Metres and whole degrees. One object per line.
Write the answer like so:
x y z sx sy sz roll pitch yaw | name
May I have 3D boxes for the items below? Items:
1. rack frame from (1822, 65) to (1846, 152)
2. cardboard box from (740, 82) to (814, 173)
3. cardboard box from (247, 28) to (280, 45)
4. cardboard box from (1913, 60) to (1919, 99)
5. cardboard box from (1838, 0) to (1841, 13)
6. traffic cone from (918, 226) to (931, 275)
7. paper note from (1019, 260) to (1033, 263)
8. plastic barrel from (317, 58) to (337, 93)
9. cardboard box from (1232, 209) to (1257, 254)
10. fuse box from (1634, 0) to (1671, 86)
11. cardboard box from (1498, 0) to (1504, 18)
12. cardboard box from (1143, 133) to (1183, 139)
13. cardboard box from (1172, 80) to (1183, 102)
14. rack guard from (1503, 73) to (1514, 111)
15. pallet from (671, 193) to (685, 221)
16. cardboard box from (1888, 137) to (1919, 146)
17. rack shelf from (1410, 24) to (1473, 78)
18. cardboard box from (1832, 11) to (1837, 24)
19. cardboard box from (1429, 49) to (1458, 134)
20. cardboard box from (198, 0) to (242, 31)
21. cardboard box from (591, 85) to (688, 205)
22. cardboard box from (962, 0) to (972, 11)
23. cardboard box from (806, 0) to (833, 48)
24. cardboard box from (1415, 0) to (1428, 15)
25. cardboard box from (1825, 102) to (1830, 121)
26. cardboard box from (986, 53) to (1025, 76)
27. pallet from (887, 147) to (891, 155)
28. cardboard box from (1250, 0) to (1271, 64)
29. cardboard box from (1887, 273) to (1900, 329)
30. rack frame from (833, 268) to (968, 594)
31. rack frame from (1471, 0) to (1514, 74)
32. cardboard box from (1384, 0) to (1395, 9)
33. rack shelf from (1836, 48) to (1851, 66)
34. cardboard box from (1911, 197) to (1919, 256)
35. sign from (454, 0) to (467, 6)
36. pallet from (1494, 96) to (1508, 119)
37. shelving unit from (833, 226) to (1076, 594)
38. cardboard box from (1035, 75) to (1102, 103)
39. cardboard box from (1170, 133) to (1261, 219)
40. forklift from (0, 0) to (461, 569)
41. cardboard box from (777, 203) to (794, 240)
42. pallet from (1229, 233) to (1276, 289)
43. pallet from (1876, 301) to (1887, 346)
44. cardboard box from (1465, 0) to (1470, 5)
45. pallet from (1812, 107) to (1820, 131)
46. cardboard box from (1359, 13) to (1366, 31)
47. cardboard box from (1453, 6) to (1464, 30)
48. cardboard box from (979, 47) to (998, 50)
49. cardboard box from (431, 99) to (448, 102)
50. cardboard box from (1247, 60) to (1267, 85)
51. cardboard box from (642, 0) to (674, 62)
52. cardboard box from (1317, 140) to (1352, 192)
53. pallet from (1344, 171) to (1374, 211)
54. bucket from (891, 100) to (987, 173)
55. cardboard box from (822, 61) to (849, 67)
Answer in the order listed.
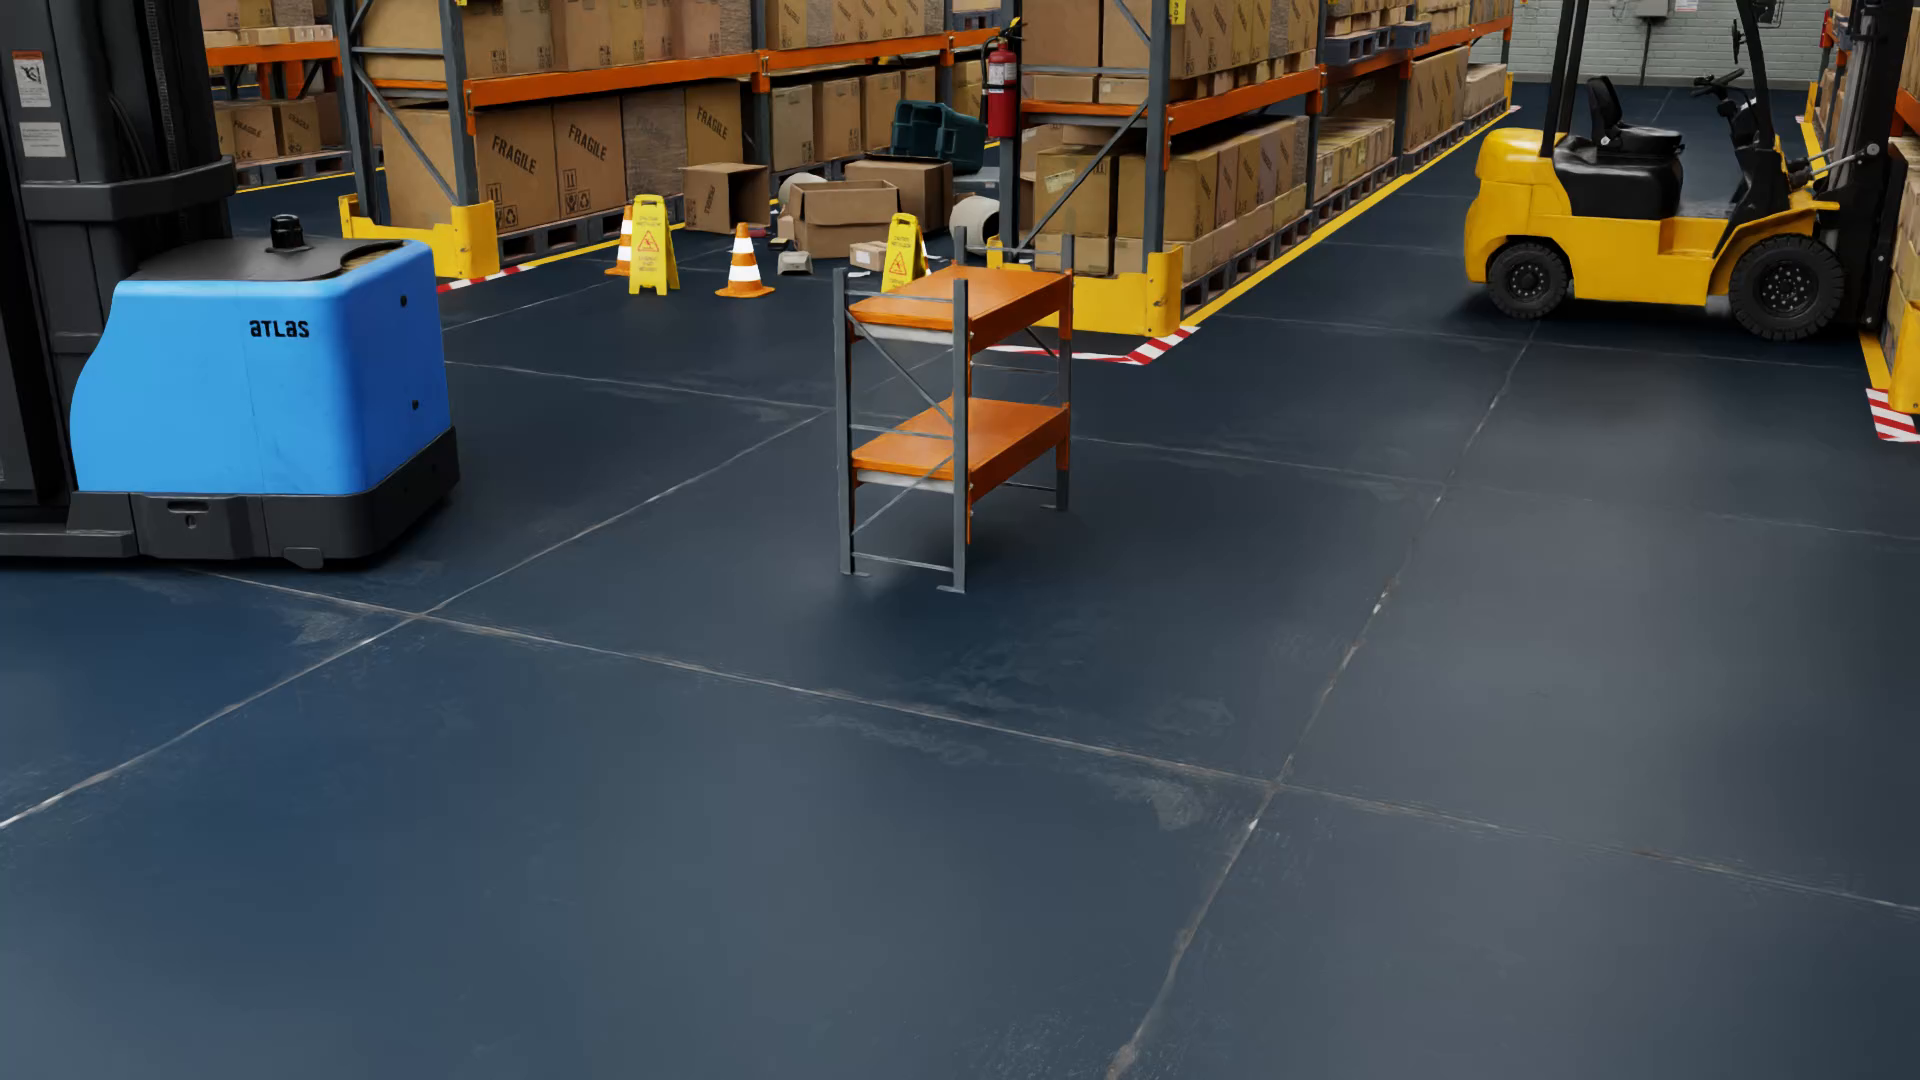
10.160 -5.701 18.023 1.000 3.000 0.127 9 21 23 | rack frame
-2.031 -3.924 15.756 1.050 0.750 0.750 8 21 22 | cardboard box
-6.776 -4.836 15.965 0.380 0.149 0.250 9 21 23 | cardboard box
6.060 -2.886 9.959 0.500 0.500 0.500 8 21 22 | cardboard box
10.554 -6.266 19.390 0.500 0.250 0.500 8 21 22 | cardboard box
-0.285 -1.826 10.912 0.336 0.463 0.334 9 21 23 | traffic cone
0.463 -2.054 12.197 0.142 0.019 0.148 1 20 4 | paper note
-8.920 -6.756 23.963 0.600 0.588 0.708 9 21 23 | plastic barrel
1.727 -2.147 11.507 0.500 0.250 0.500 10 22 26 | cardboard box
11.413 -8.391 27.509 0.539 1.711 0.414 9 21 23 | fuse box
6.891 -7.157 21.968 0.500 0.500 0.500 9 22 24 | cardboard box
1.230 -2.562 11.555 0.500 0.500 0.500 8 21 21 | cardboard box
1.134 -2.749 10.097 0.380 0.149 0.250 9 21 24 | cardboard box
7.278 -6.433 23.813 1.175 0.500 0.348 9 21 23 | rack guard
-2.586 -3.048 14.725 1.003 0.211 1.213 9 21 23 | pallet
6.400 -2.524 11.074 0.500 0.250 0.500 8 21 22 | cardboard box
4.811 -5.431 18.336 1.077 0.370 4.000 9 21 23 | rack shelf
10.840 -6.356 20.238 0.380 0.149 0.250 8 21 21 | cardboard box
5.086 -5.100 18.877 0.875 0.875 0.875 9 22 24 | cardboard box
-7.277 -5.039 15.567 0.875 0.500 0.500 9 21 23 | cardboard box
-2.890 -3.322 13.877 0.875 0.875 0.875 9 21 23 | cardboard box
-0.088 -6.077 18.829 0.380 0.149 0.250 10 22 25 | cardboard box
-1.536 -4.909 15.647 0.500 0.500 0.500 9 21 23 | cardboard box
4.425 -5.444 16.778 0.500 0.250 0.500 8 21 22 | cardboard box
10.266 -4.931 19.310 0.396 0.266 0.258 9 22 25 | cardboard box
0.572 -5.822 20.346 0.500 0.250 0.500 8 21 20 | cardboard box
-0.957 -4.262 18.138 1.003 0.211 1.213 9 21 23 | pallet
1.781 -3.478 11.179 0.500 0.500 0.500 8 21 22 | cardboard box
5.363 -1.273 9.048 0.500 0.250 0.500 9 21 23 | cardboard box
-0.205 -0.377 5.849 0.500 1.125 0.032 9 21 23 | rack frame
7.268 -7.604 23.373 1.000 3.000 0.127 9 21 23 | rack frame
3.652 -5.052 14.979 0.500 0.500 0.500 7 21 19 | cardboard box
9.341 -4.751 16.424 1.077 0.370 4.000 9 21 23 | rack shelf
5.150 -1.590 8.447 0.500 0.250 0.500 9 22 25 | cardboard box
-3.337 -3.728 11.065 0.100 0.325 0.005 9 21 23 | sign
7.012 -6.035 23.123 1.003 0.211 1.213 9 21 23 | pallet
0.003 -0.532 6.286 0.538 1.125 1.048 9 21 23 | shelving unit
0.674 -2.738 10.066 0.380 0.149 0.250 9 22 25 | cardboard box
1.731 -2.497 11.371 0.500 0.500 0.500 9 21 24 | cardboard box
-3.625 -1.445 6.158 3.031 2.935 1.130 1 20 3 | forklift
-1.227 -2.517 13.151 0.396 0.266 0.258 13 23 32 | cardboard box
1.613 -2.037 11.882 1.003 0.211 1.213 9 21 23 | pallet
6.022 -1.330 9.894 1.003 0.211 1.213 9 21 23 | pallet
5.671 -6.378 19.403 0.500 0.250 0.500 9 21 23 | cardboard box
11.441 -5.343 21.178 1.003 0.211 1.213 9 21 23 | pallet
3.272 -4.461 14.284 0.380 0.149 0.250 9 21 23 | cardboard box
5.467 -5.983 19.040 0.500 0.250 0.500 8 21 22 | cardboard box
0.529 -6.213 21.447 0.500 0.250 0.500 8 21 20 | cardboard box
-5.975 -4.824 18.630 0.700 0.500 0.500 7 21 18 | cardboard box
1.883 -3.208 11.388 0.380 0.149 0.250 9 21 23 | cardboard box
-2.876 -4.220 13.634 0.875 0.550 0.550 9 21 23 | cardboard box
2.858 -3.276 14.499 0.950 0.372 0.625 10 22 26 | cardboard box
3.170 -3.234 15.248 1.003 0.211 1.213 9 21 23 | pallet
-0.156 -3.400 14.169 0.726 0.611 0.620 18 16 41 | bucket
-2.335 -7.676 26.119 0.875 0.875 0.875 9 21 23 | cardboard box
